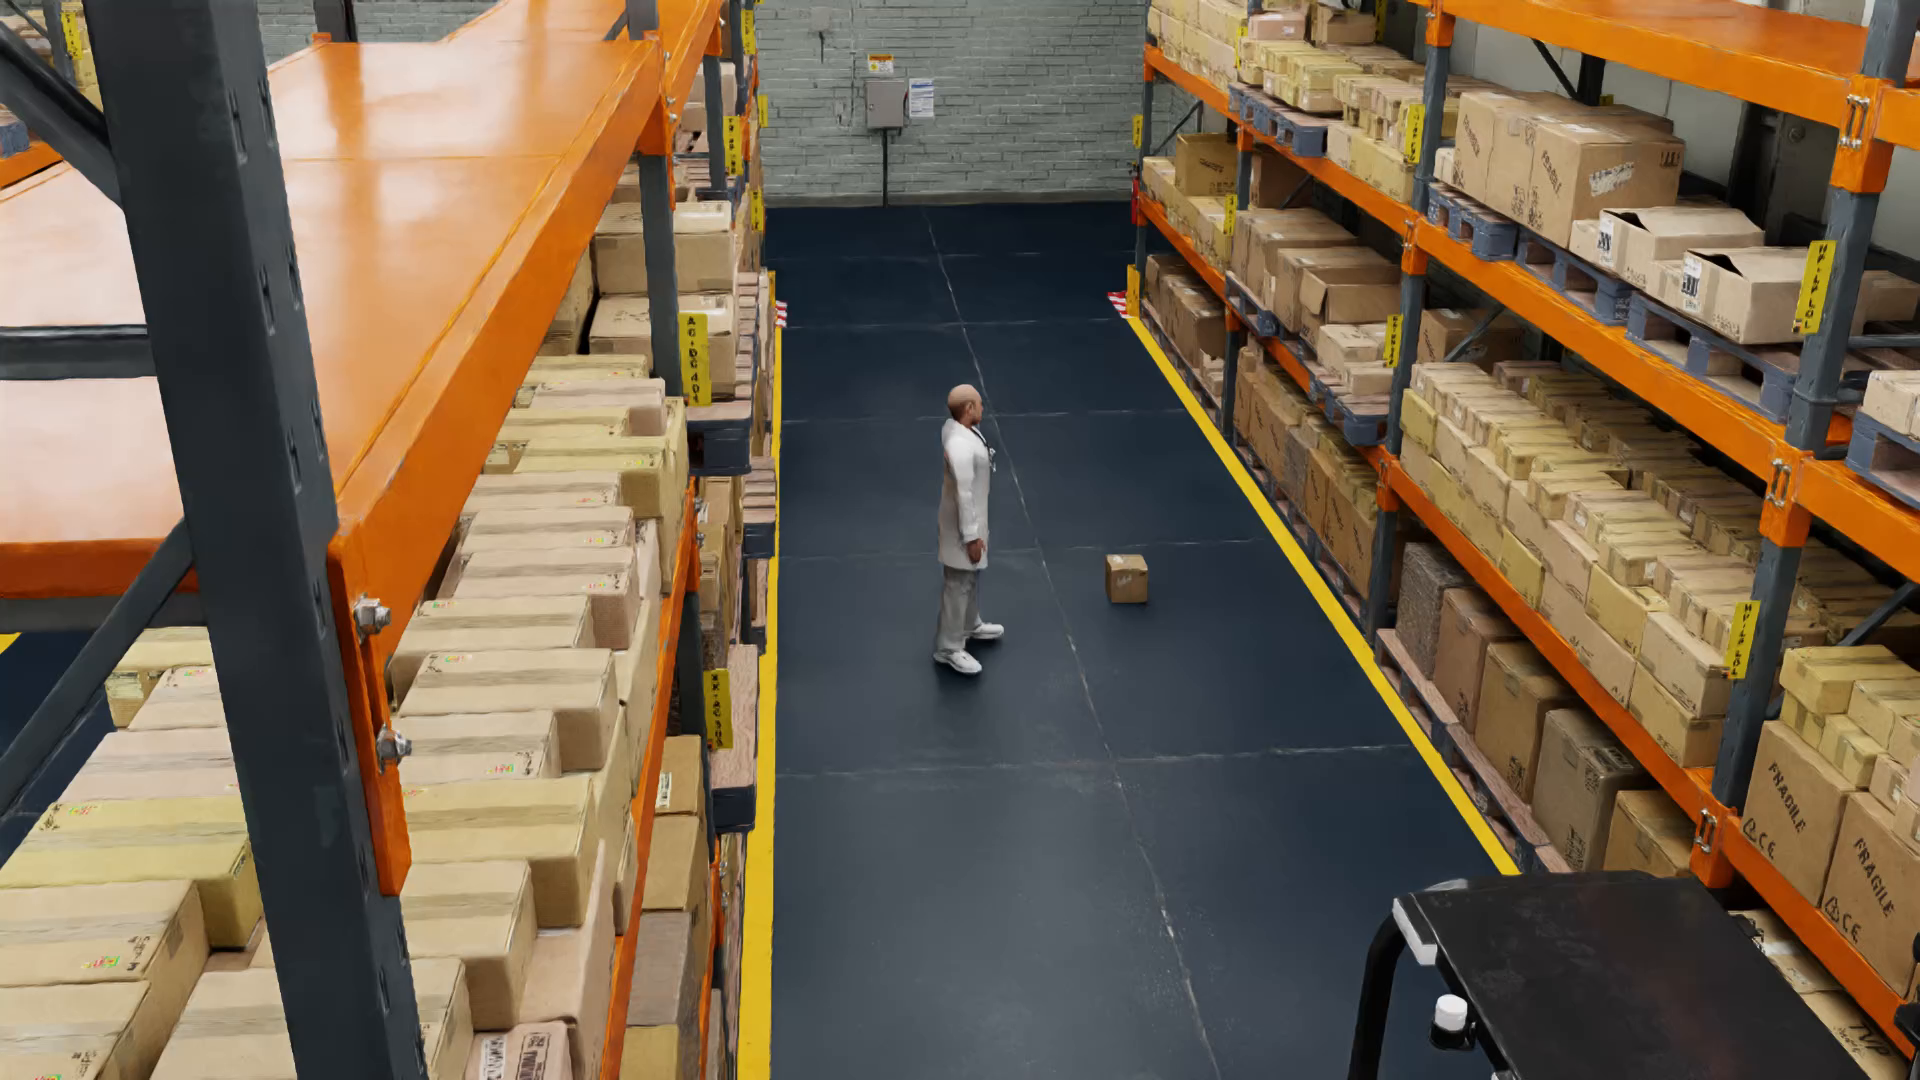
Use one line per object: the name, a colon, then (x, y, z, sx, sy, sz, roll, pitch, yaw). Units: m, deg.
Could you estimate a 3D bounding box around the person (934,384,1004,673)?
person: (0.062, -0.111, 10.294, 0.460, 1.788, 0.681, -1, 23, -1)
